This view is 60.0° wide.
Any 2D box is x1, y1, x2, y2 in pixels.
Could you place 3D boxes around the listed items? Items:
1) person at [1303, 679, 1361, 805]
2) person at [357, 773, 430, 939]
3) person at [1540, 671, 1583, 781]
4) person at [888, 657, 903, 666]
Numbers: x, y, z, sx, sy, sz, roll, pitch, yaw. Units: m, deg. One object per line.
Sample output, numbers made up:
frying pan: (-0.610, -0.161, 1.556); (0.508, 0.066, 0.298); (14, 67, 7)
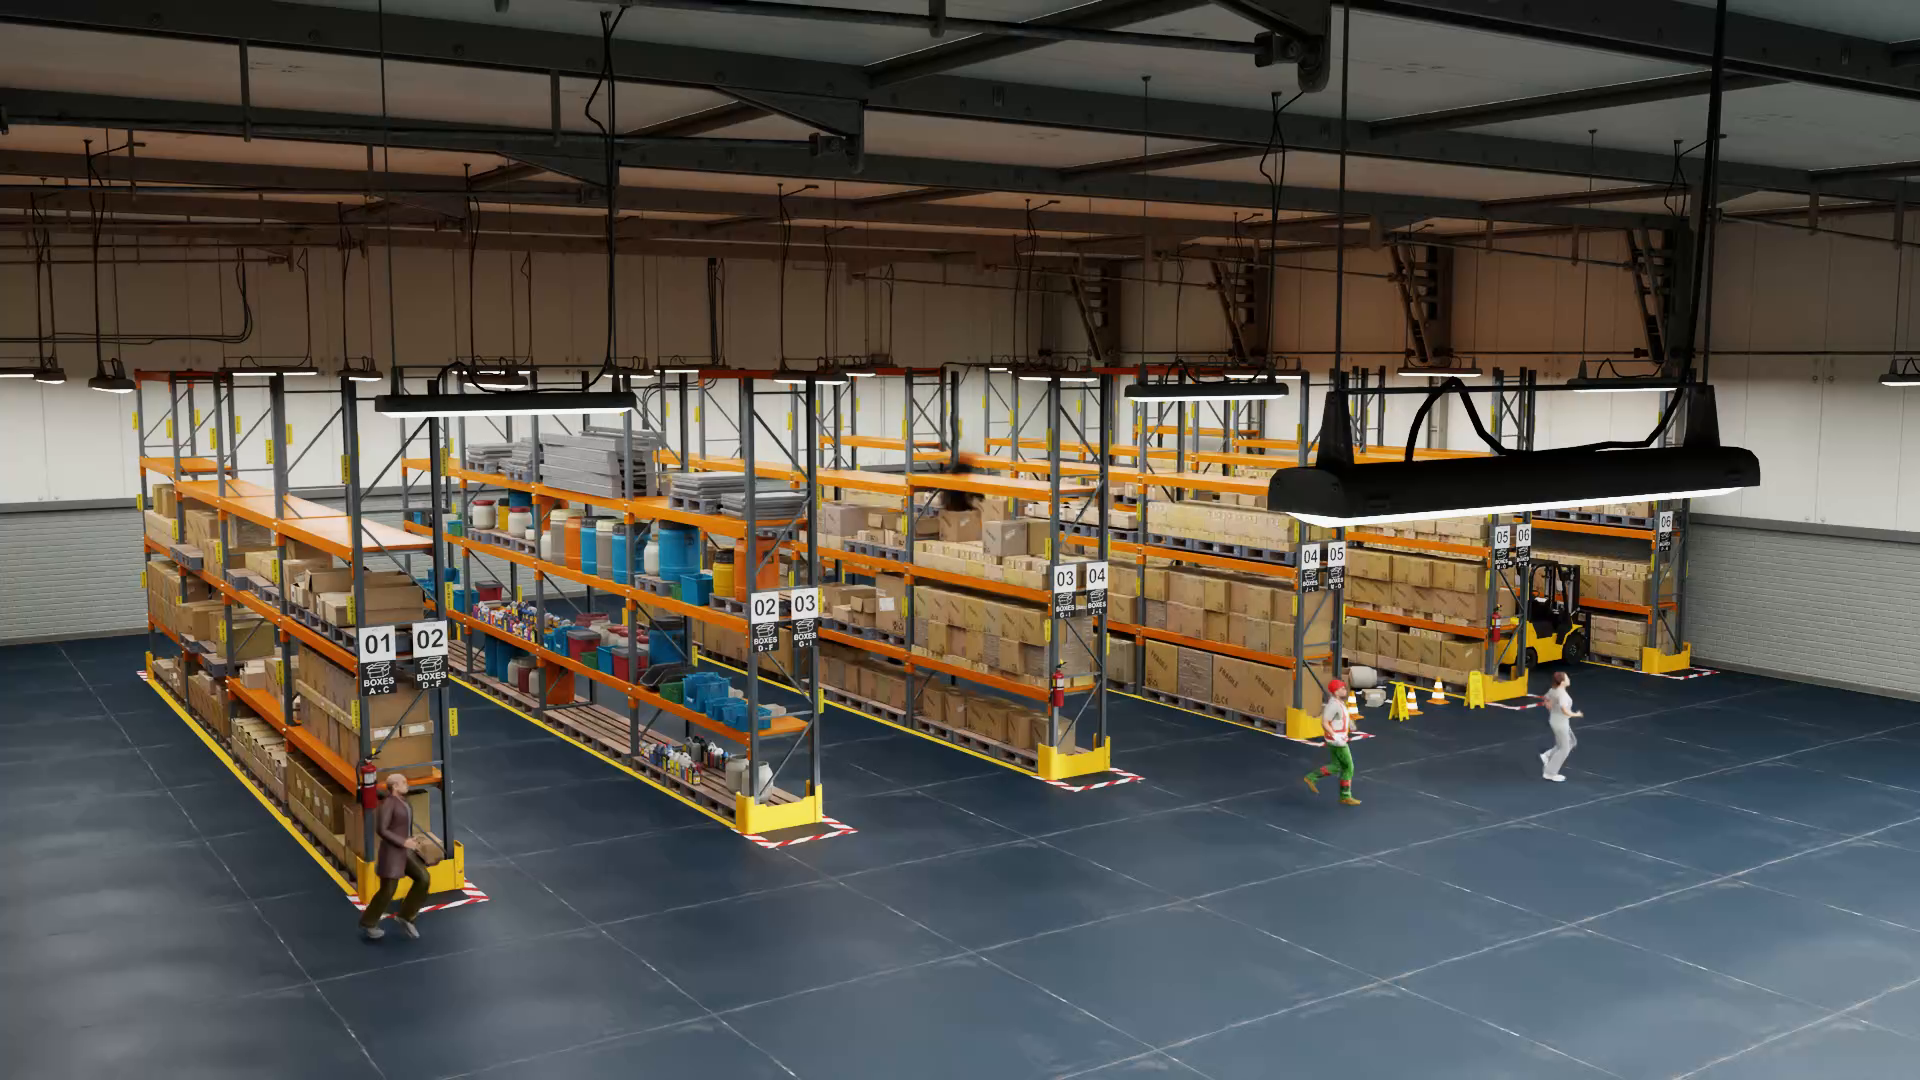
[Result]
person: (5.241, 2.826, 23.367); (0.816, 1.779, 0.646); (1, 7, 12)
person: (-6.152, 3.435, 18.139); (0.728, 1.790, 0.771); (1, 6, 6)
person: (8.912, 2.743, 24.606); (0.542, 1.640, 0.612); (1, 6, 5)
person: (-1.217, 1.892, 32.280); (0.609, 1.663, 0.722); (-4, 7, -30)
